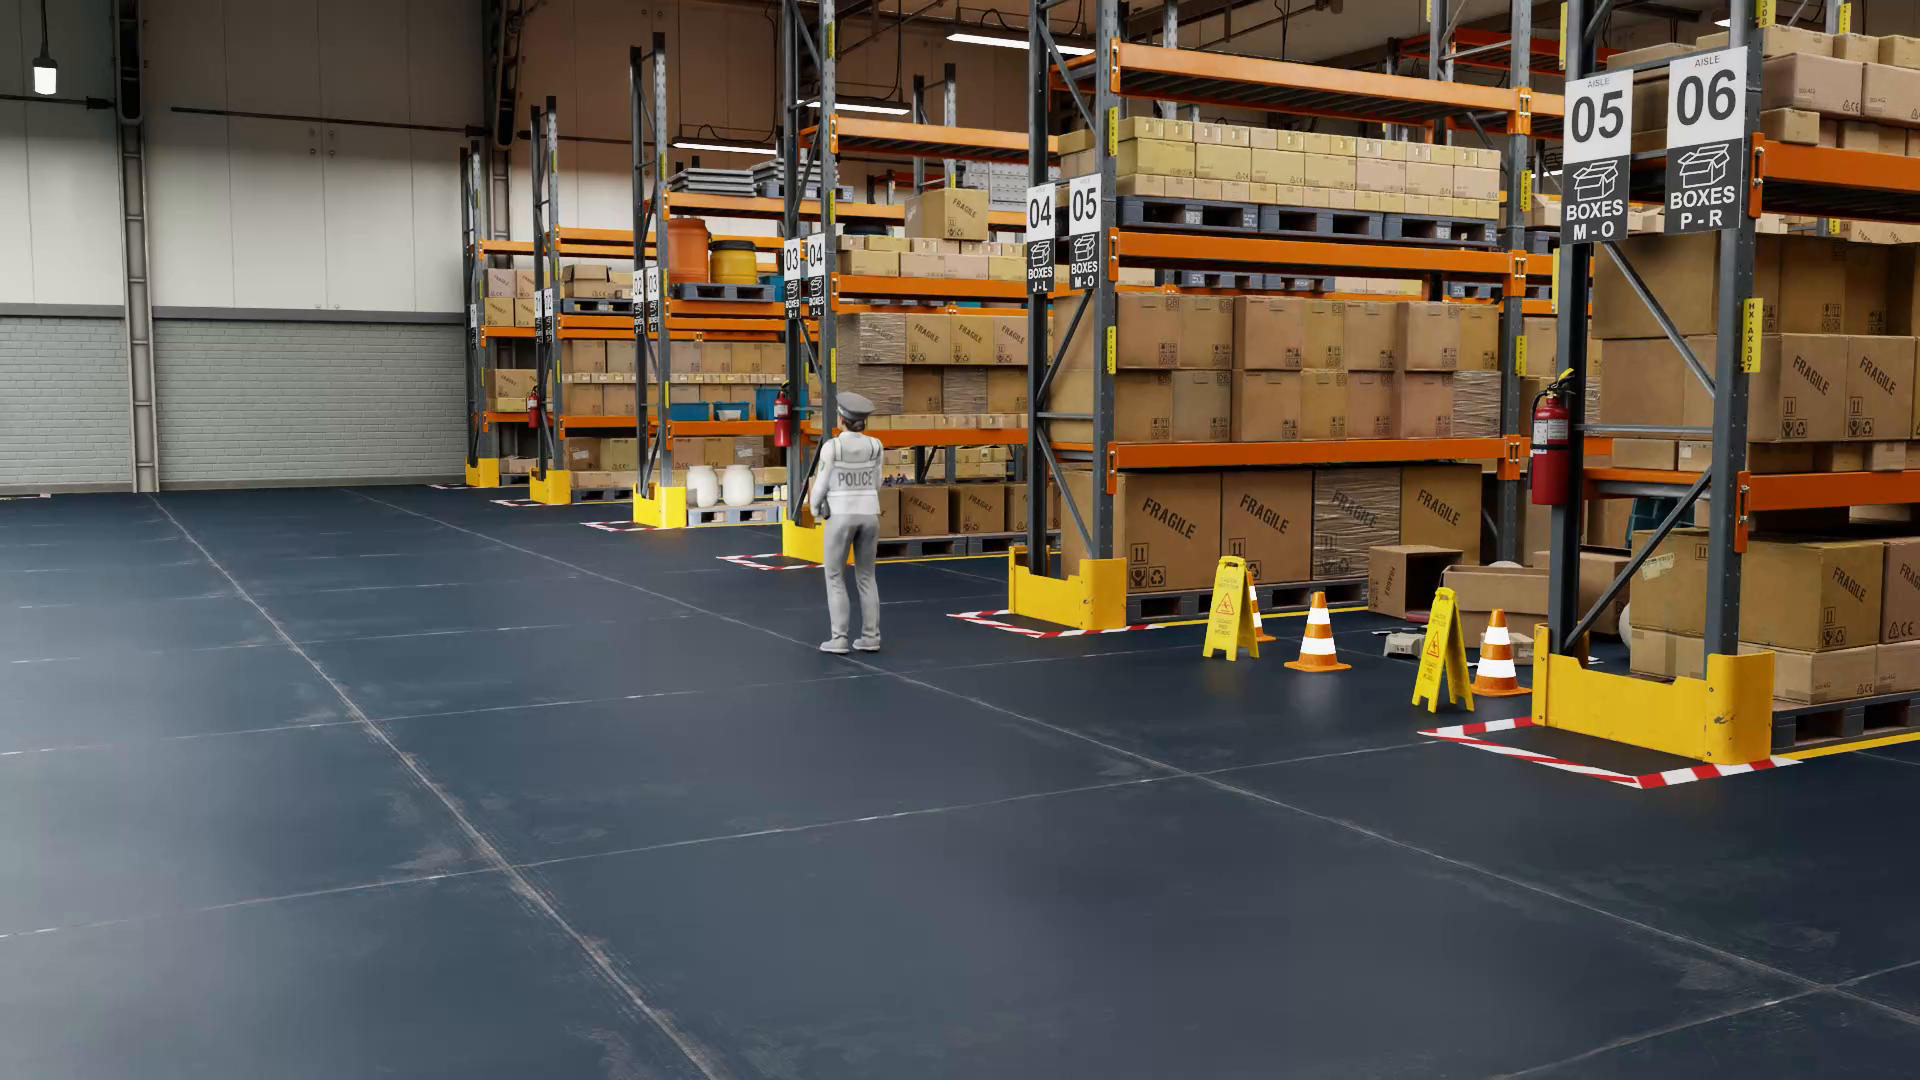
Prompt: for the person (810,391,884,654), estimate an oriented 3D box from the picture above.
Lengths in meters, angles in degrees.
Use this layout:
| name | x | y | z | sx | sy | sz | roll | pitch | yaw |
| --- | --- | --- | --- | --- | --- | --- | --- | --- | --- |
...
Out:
| name | x | y | z | sx | sy | sz | roll | pitch | yaw |
| --- | --- | --- | --- | --- | --- | --- | --- | --- | --- |
| person | -0.736 | -0.119 | 10.781 | 0.460 | 1.686 | 0.563 | -3 | 6 | -29 |
